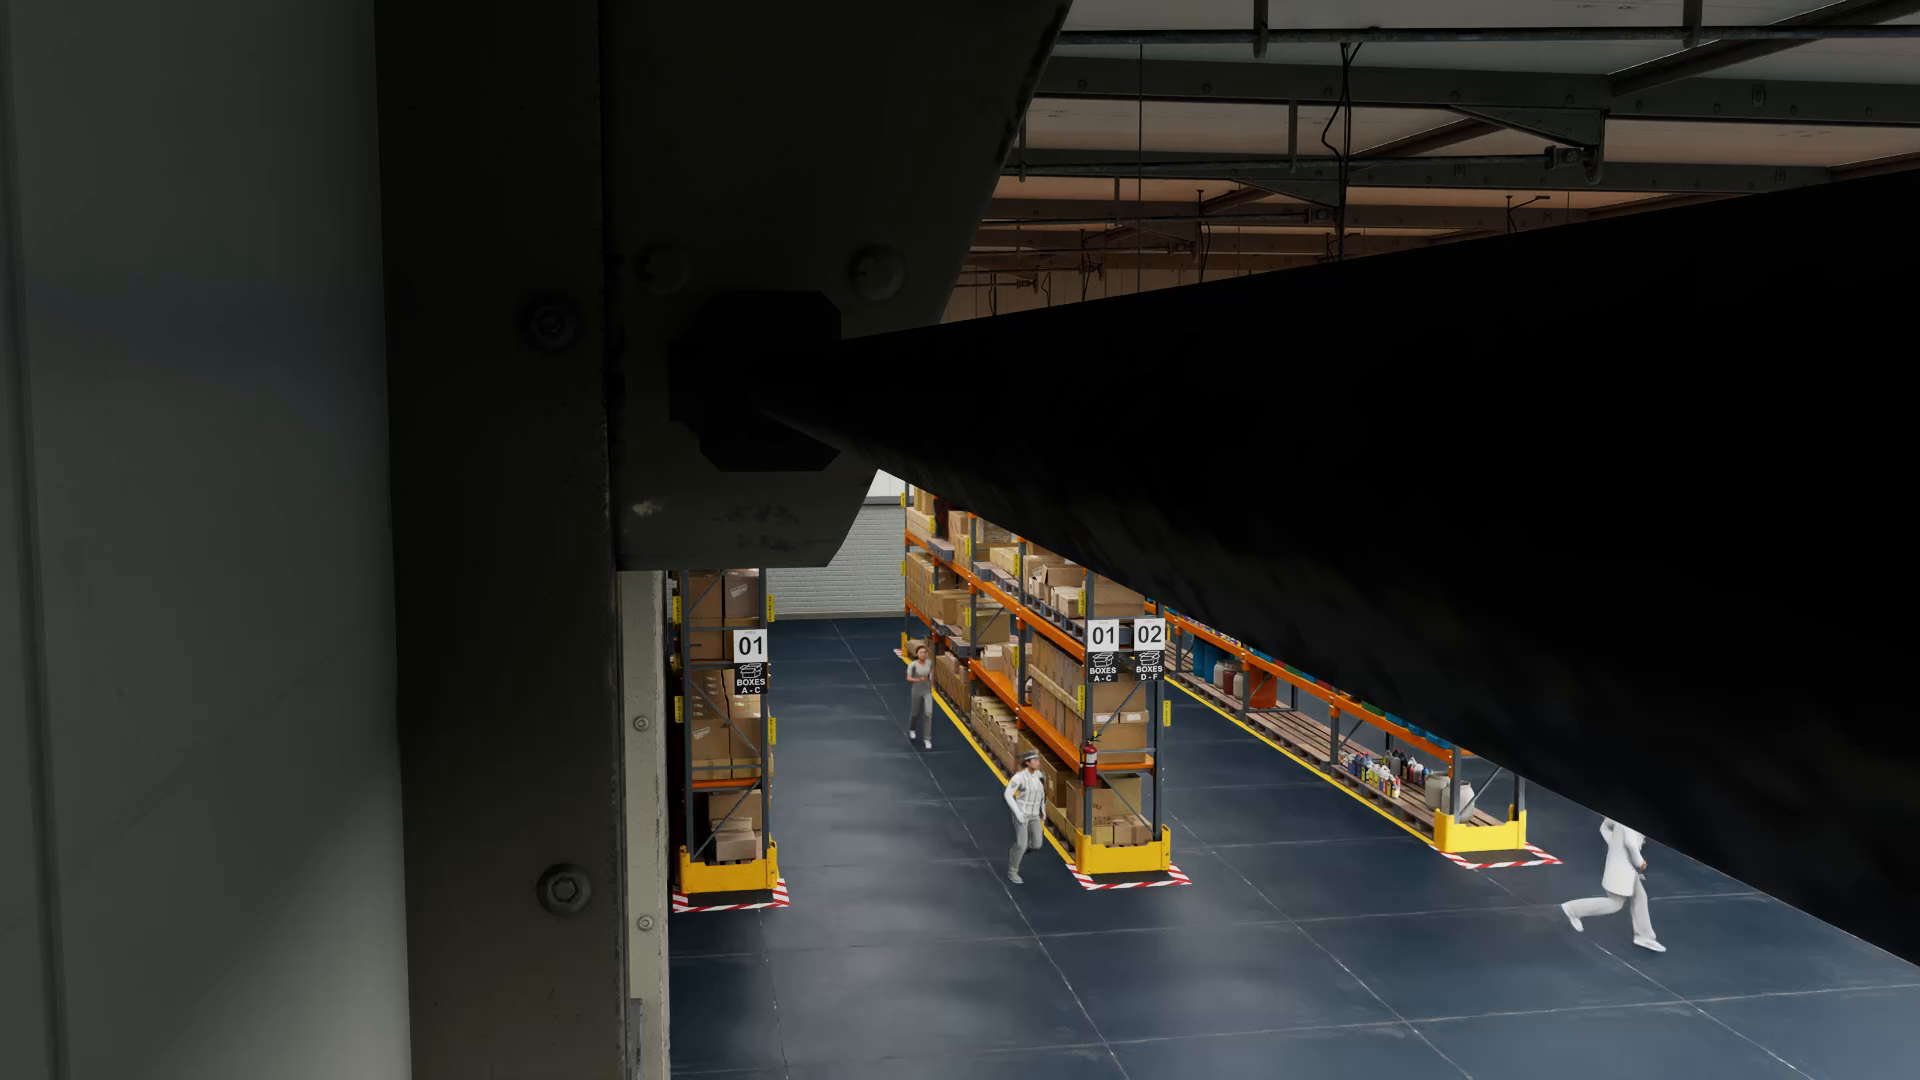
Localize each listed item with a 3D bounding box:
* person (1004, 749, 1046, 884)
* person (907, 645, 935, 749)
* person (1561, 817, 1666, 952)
[{"bbox_3d":[0.834,3.398,20.625,0.665,1.638,0.507,-4,7,-35],"label":"person"},{"bbox_3d":[-0.661,2.584,27.870,0.552,1.679,0.948,-2,6,-18],"label":"person"},{"bbox_3d":[7.146,3.651,18.129,1.114,1.680,0.714,1,6,10],"label":"person"}]
